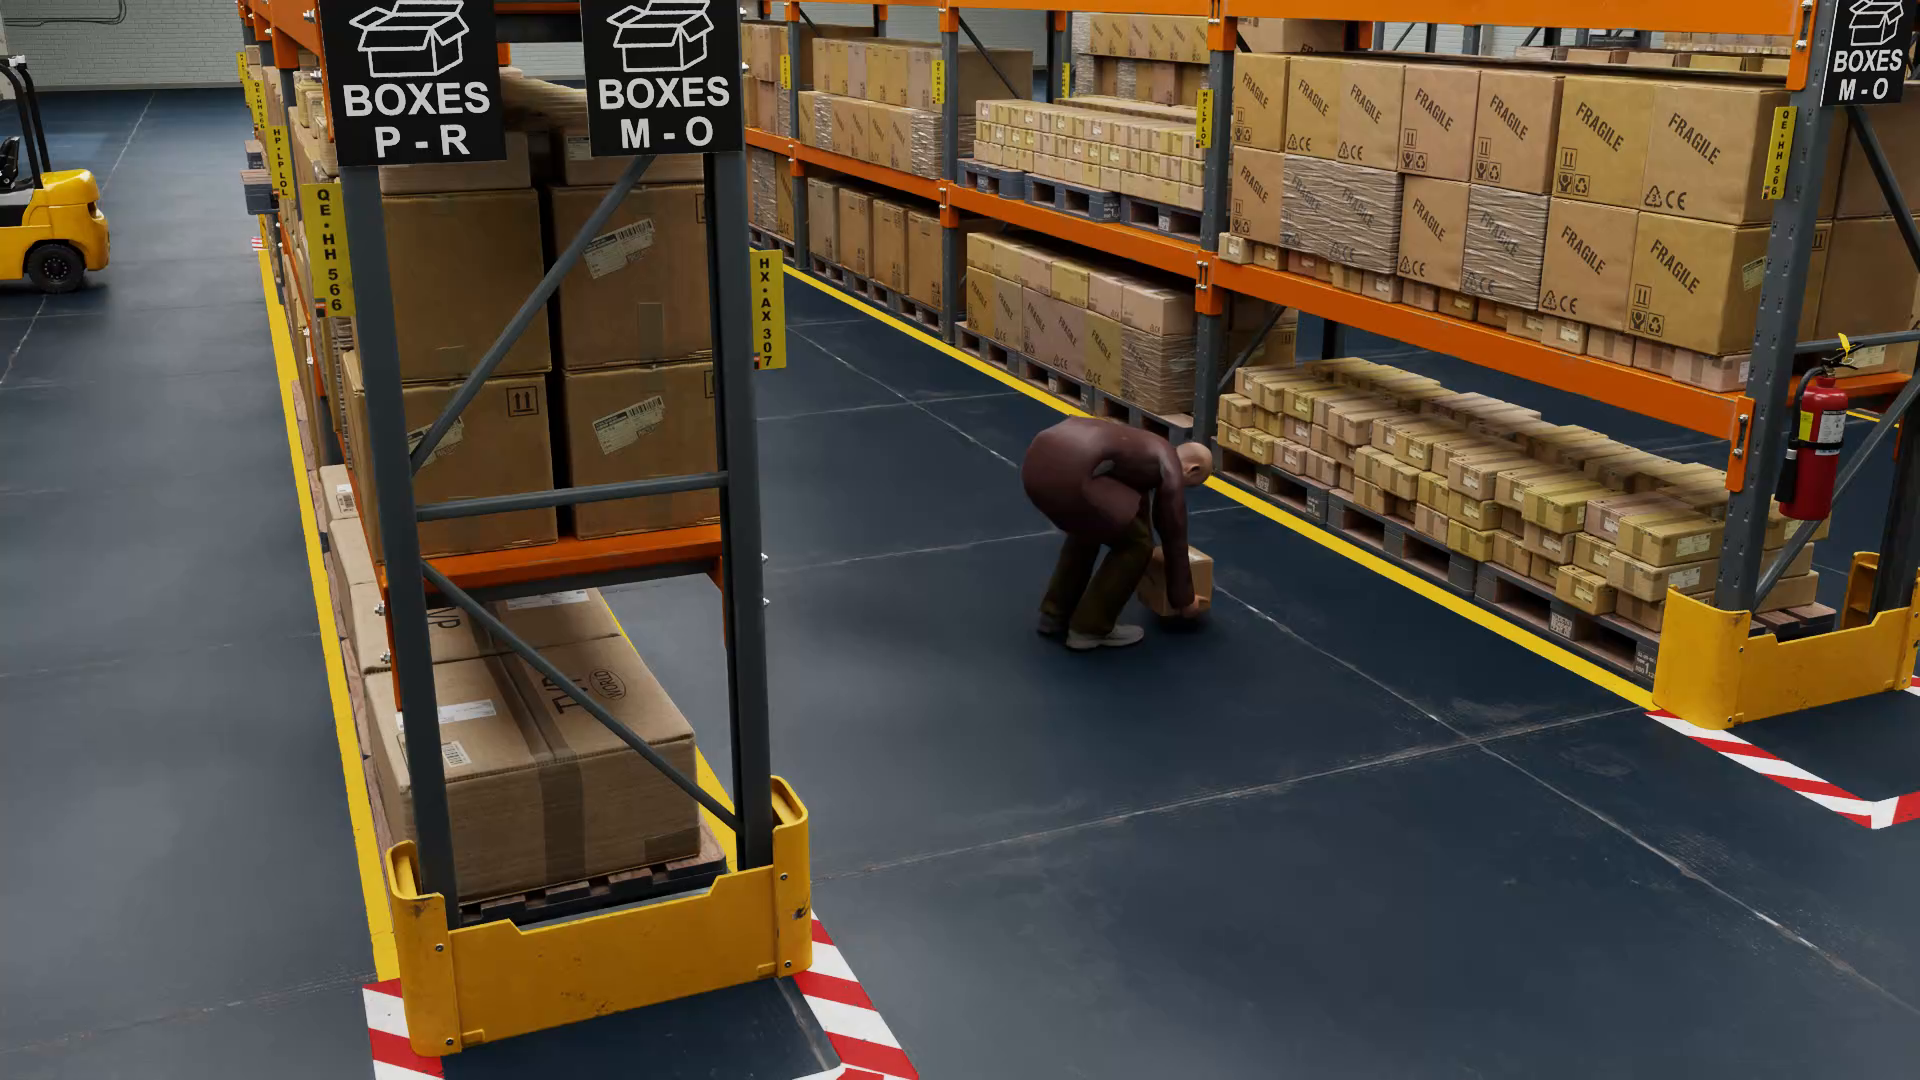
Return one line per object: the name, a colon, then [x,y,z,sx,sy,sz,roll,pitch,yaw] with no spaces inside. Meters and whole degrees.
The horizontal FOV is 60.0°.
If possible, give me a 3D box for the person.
person: [0.717,-0.068,7.464,0.944,1.025,0.585,-9,21,-25]
